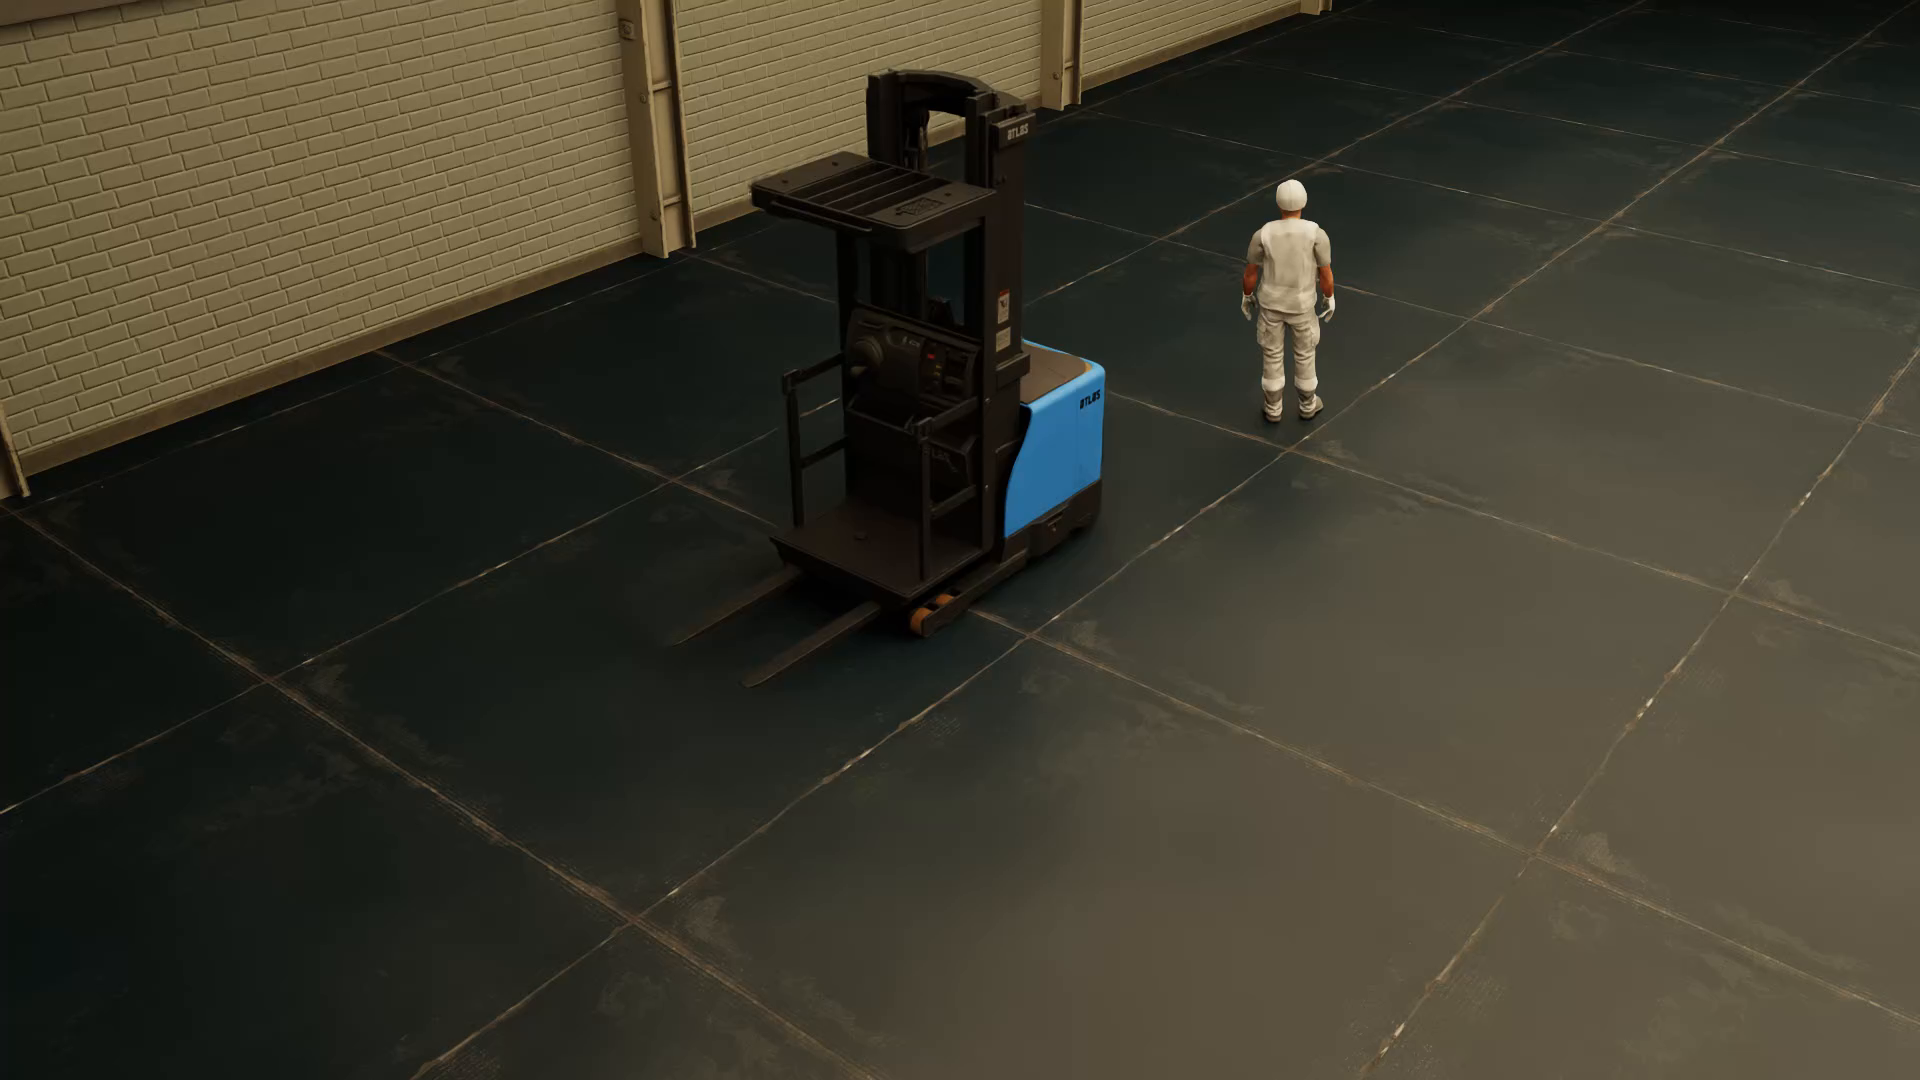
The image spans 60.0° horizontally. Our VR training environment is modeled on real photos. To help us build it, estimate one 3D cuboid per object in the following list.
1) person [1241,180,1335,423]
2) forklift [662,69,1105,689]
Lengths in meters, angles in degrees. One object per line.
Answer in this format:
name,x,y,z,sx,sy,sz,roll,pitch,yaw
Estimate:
person,2.291,-1.675,11.579,0.638,1.787,0.563,8,31,14
forklift,-0.414,-0.994,9.295,1.130,2.935,3.031,22,37,33
